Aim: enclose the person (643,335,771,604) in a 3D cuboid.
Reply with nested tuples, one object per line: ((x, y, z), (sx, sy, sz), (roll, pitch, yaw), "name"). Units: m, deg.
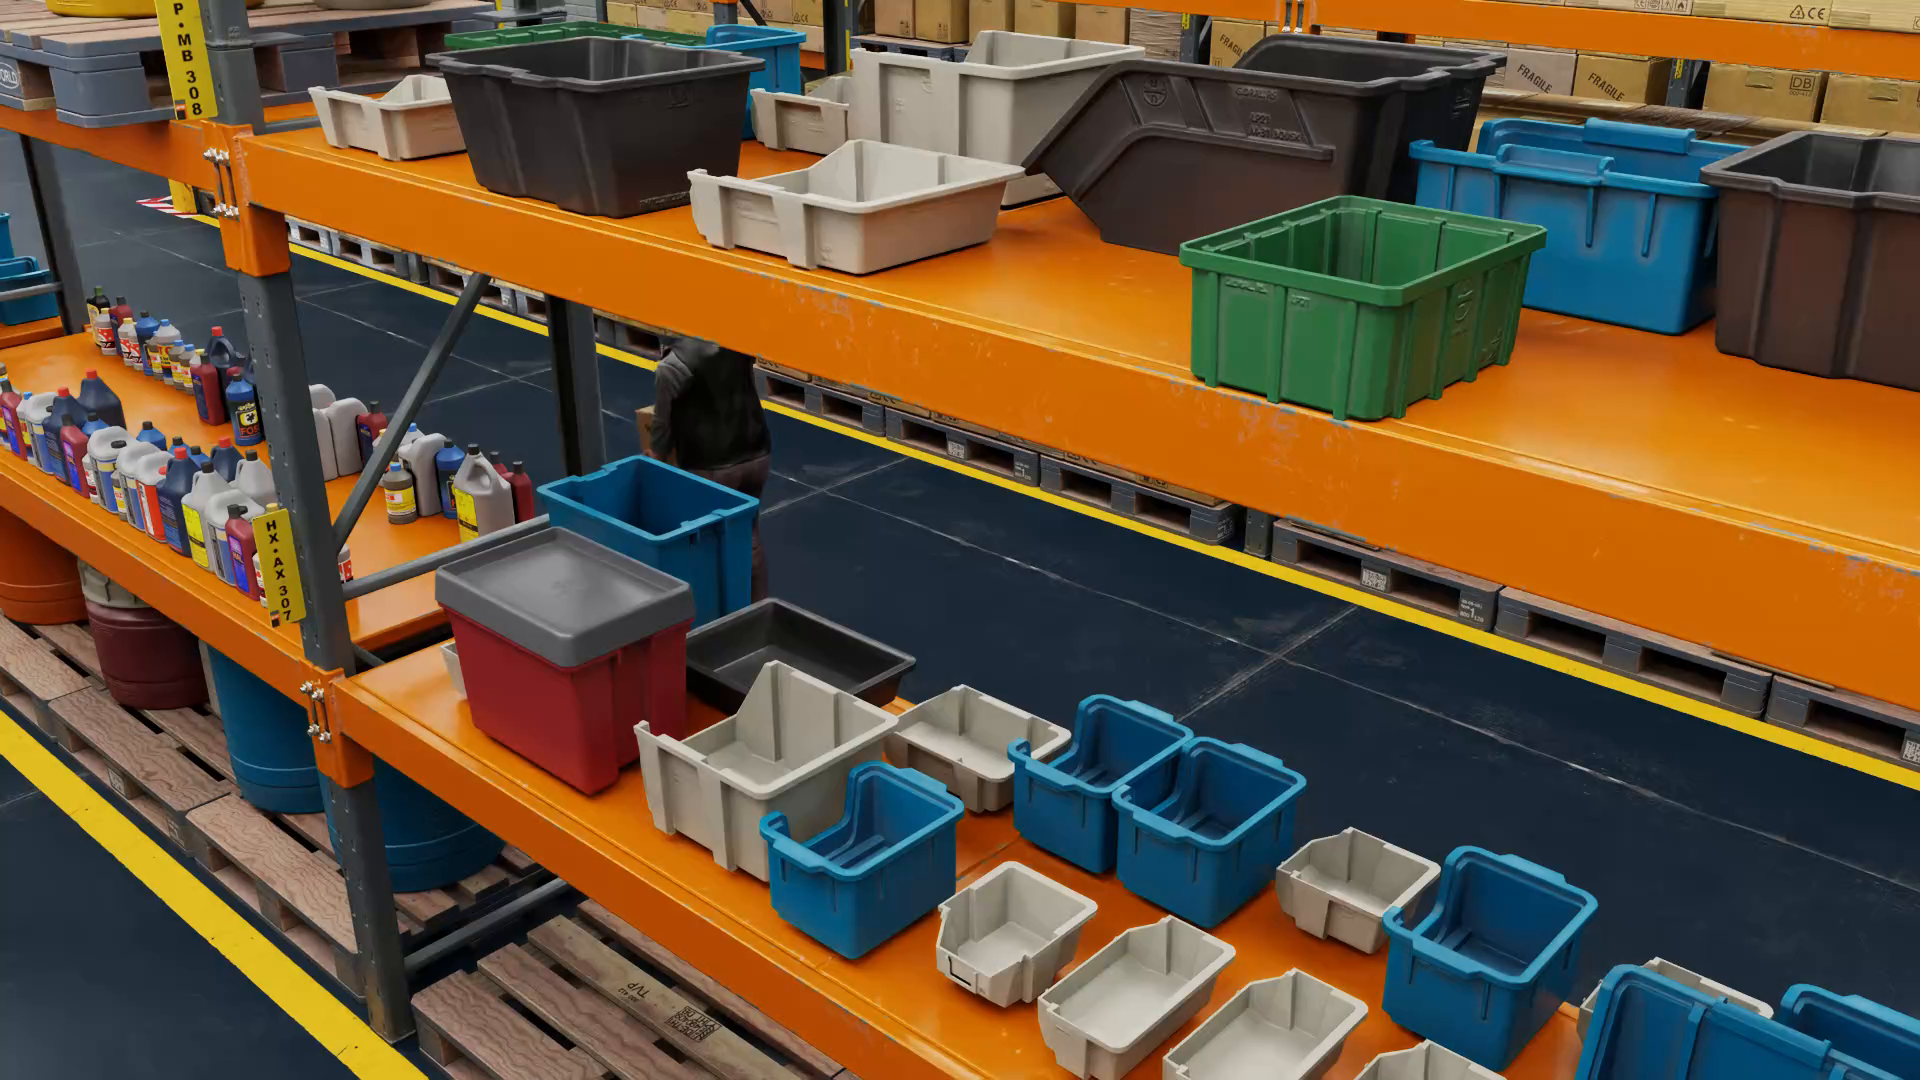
((-1.144, -0.312, 7.474), (0.577, 1.620, 0.487), (19, 30, 37), "person")
